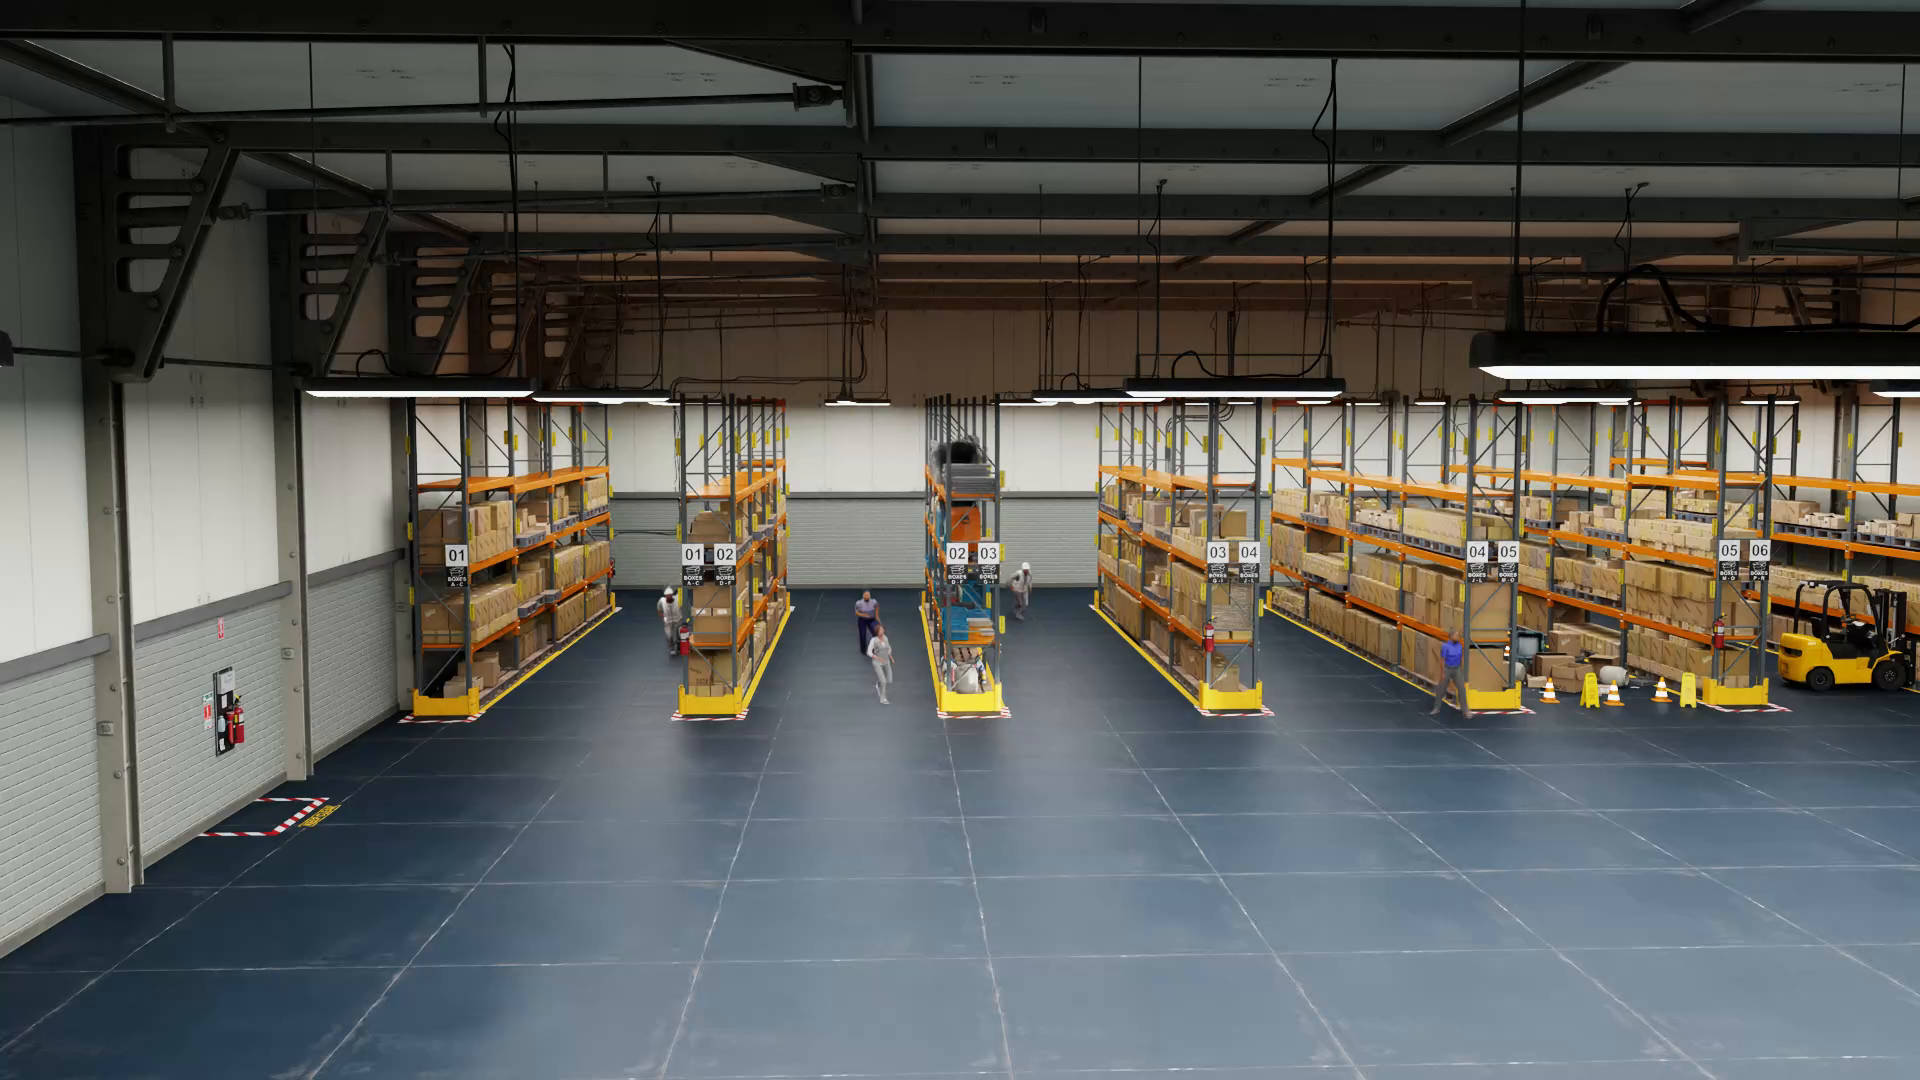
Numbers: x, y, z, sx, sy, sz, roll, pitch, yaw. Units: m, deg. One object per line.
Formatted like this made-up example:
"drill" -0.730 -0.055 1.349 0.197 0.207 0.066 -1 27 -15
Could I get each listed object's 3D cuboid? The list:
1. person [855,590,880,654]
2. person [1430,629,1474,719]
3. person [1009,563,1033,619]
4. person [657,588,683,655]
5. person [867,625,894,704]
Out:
"person" -2.146 1.911 38.525 0.606 1.541 0.829 -1 5 -12
"person" 9.136 2.474 30.912 0.589 1.632 0.730 -1 5 -18
"person" 1.638 1.380 45.131 0.673 1.587 0.921 -2 5 -23
"person" -6.674 1.871 38.498 0.656 1.609 0.901 -1 5 -14
"person" -1.561 2.405 32.234 0.563 1.550 0.554 -3 6 -35
